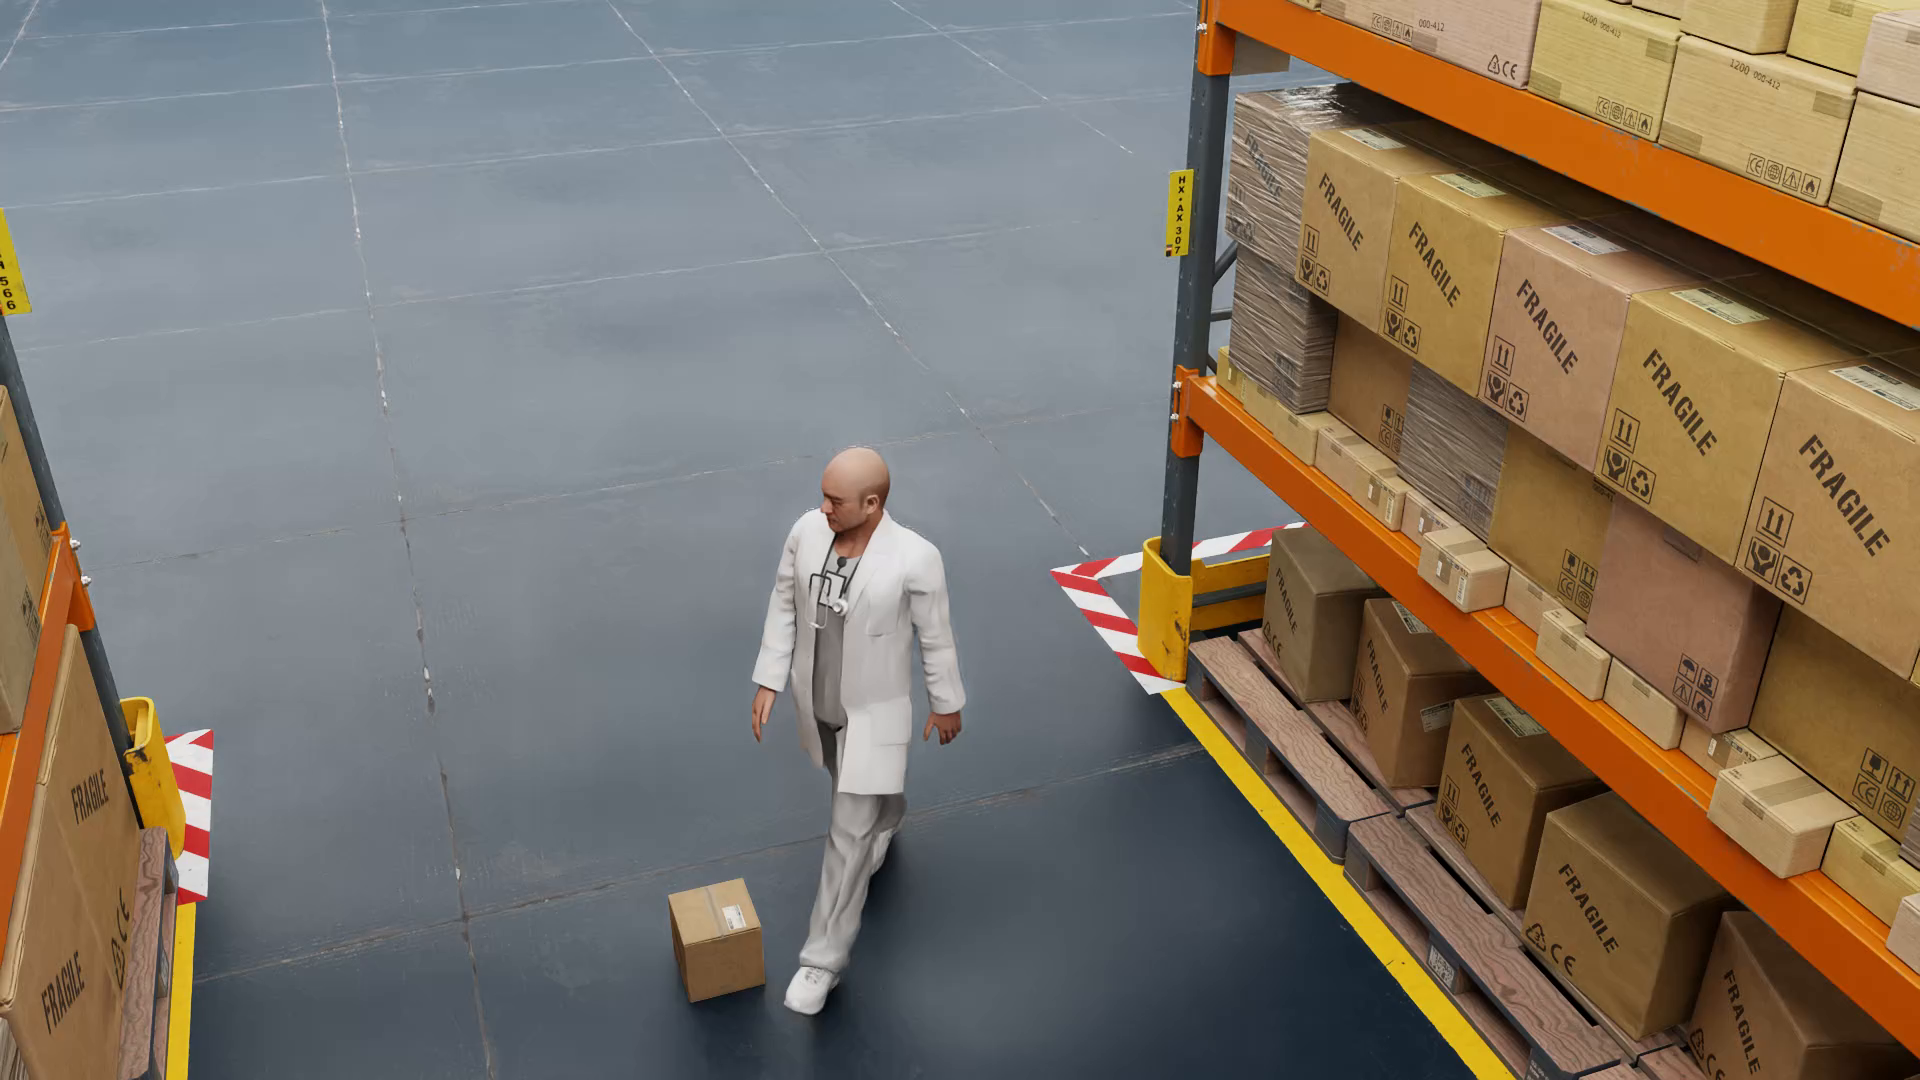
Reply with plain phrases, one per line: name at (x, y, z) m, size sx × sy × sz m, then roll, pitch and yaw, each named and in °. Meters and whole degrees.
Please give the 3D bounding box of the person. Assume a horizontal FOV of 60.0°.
person at (-0.387, 0.537, 5.213) m, size 0.626 × 1.720 × 1.089 m, roll 17°, pitch 34°, yaw 28°
